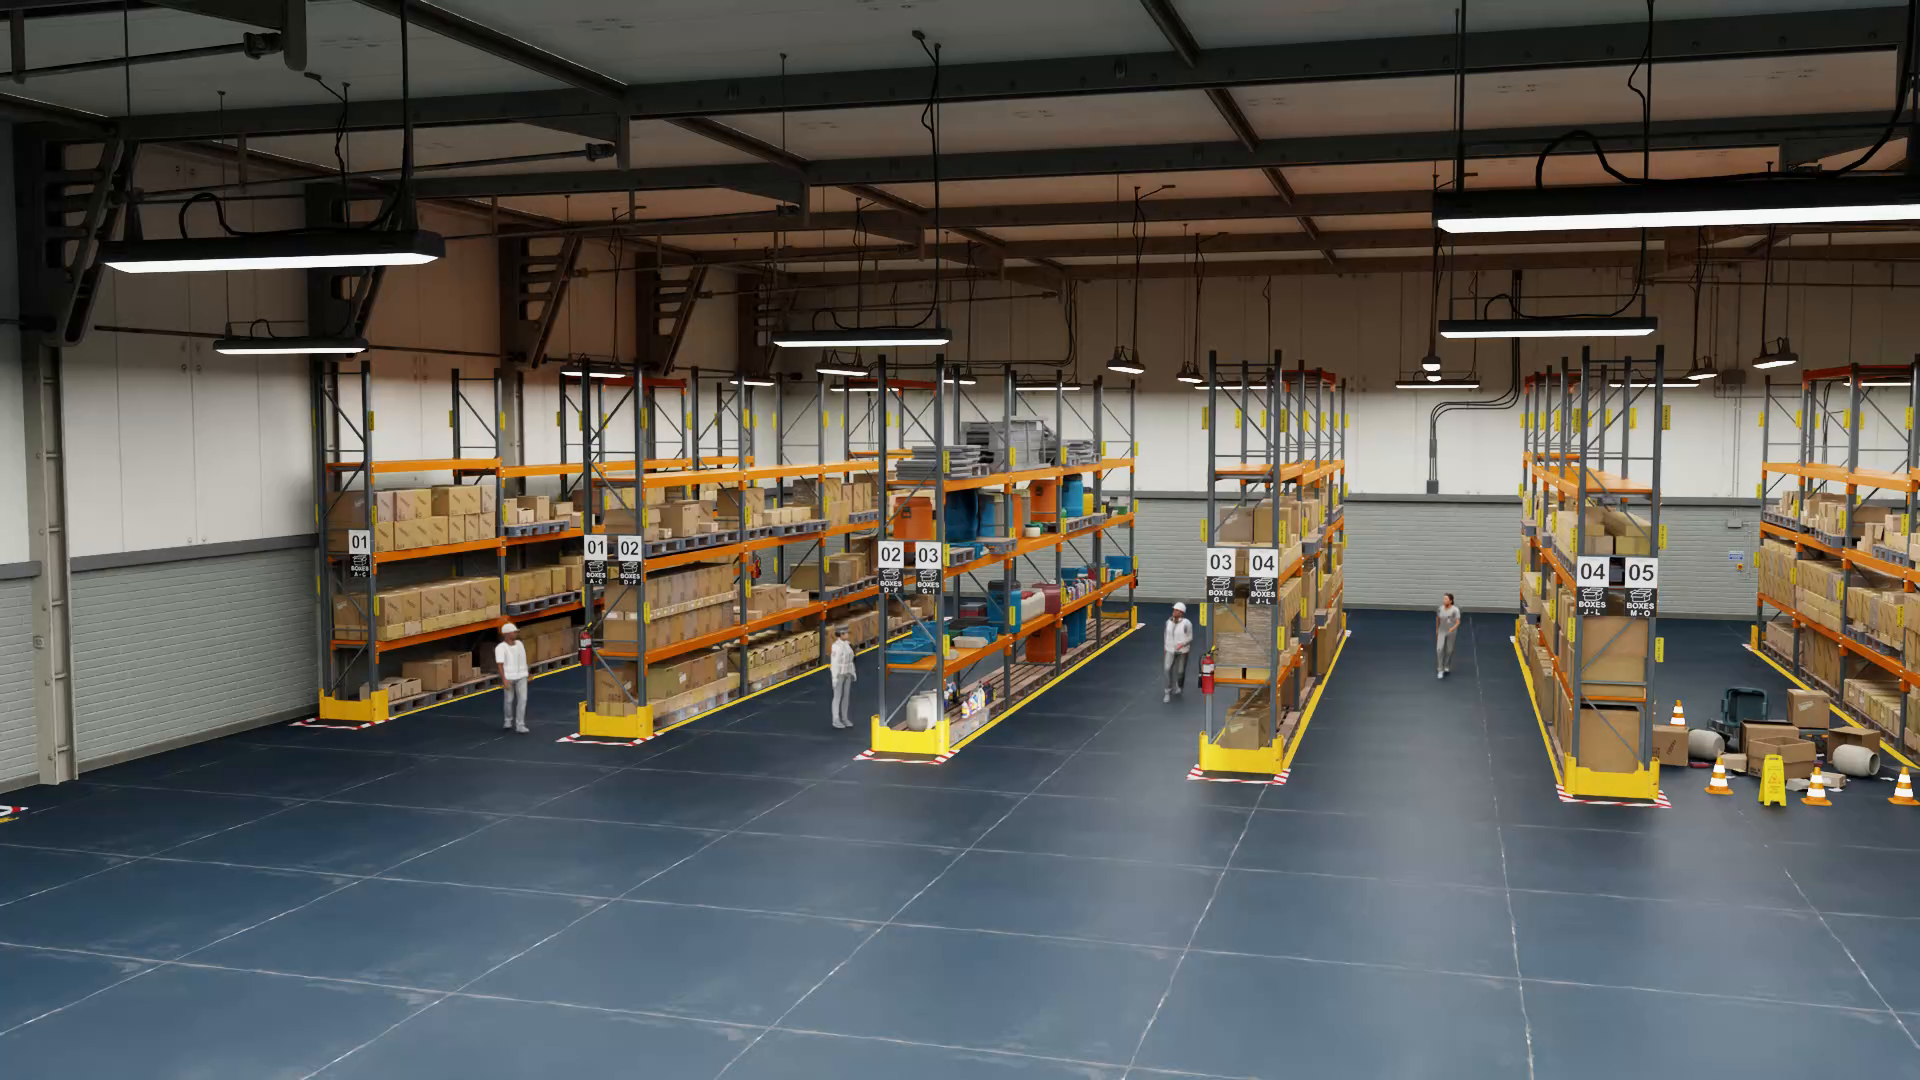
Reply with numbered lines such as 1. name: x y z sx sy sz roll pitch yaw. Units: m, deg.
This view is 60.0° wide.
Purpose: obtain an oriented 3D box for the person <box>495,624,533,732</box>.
1. person: -7.172 2.217 26.853 0.649 1.732 0.868 -3 5 -33

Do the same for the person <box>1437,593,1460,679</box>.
1. person: 9.596 1.872 32.705 0.457 1.632 0.973 1 4 19

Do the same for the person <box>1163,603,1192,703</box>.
1. person: 3.930 2.003 30.003 0.550 1.752 0.990 1 4 15

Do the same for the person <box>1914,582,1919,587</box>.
1. person: 22.103 1.387 38.621 0.421 1.680 0.458 0 4 1

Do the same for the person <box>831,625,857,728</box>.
1. person: -1.925 2.220 27.193 0.359 1.683 0.516 2 5 31
